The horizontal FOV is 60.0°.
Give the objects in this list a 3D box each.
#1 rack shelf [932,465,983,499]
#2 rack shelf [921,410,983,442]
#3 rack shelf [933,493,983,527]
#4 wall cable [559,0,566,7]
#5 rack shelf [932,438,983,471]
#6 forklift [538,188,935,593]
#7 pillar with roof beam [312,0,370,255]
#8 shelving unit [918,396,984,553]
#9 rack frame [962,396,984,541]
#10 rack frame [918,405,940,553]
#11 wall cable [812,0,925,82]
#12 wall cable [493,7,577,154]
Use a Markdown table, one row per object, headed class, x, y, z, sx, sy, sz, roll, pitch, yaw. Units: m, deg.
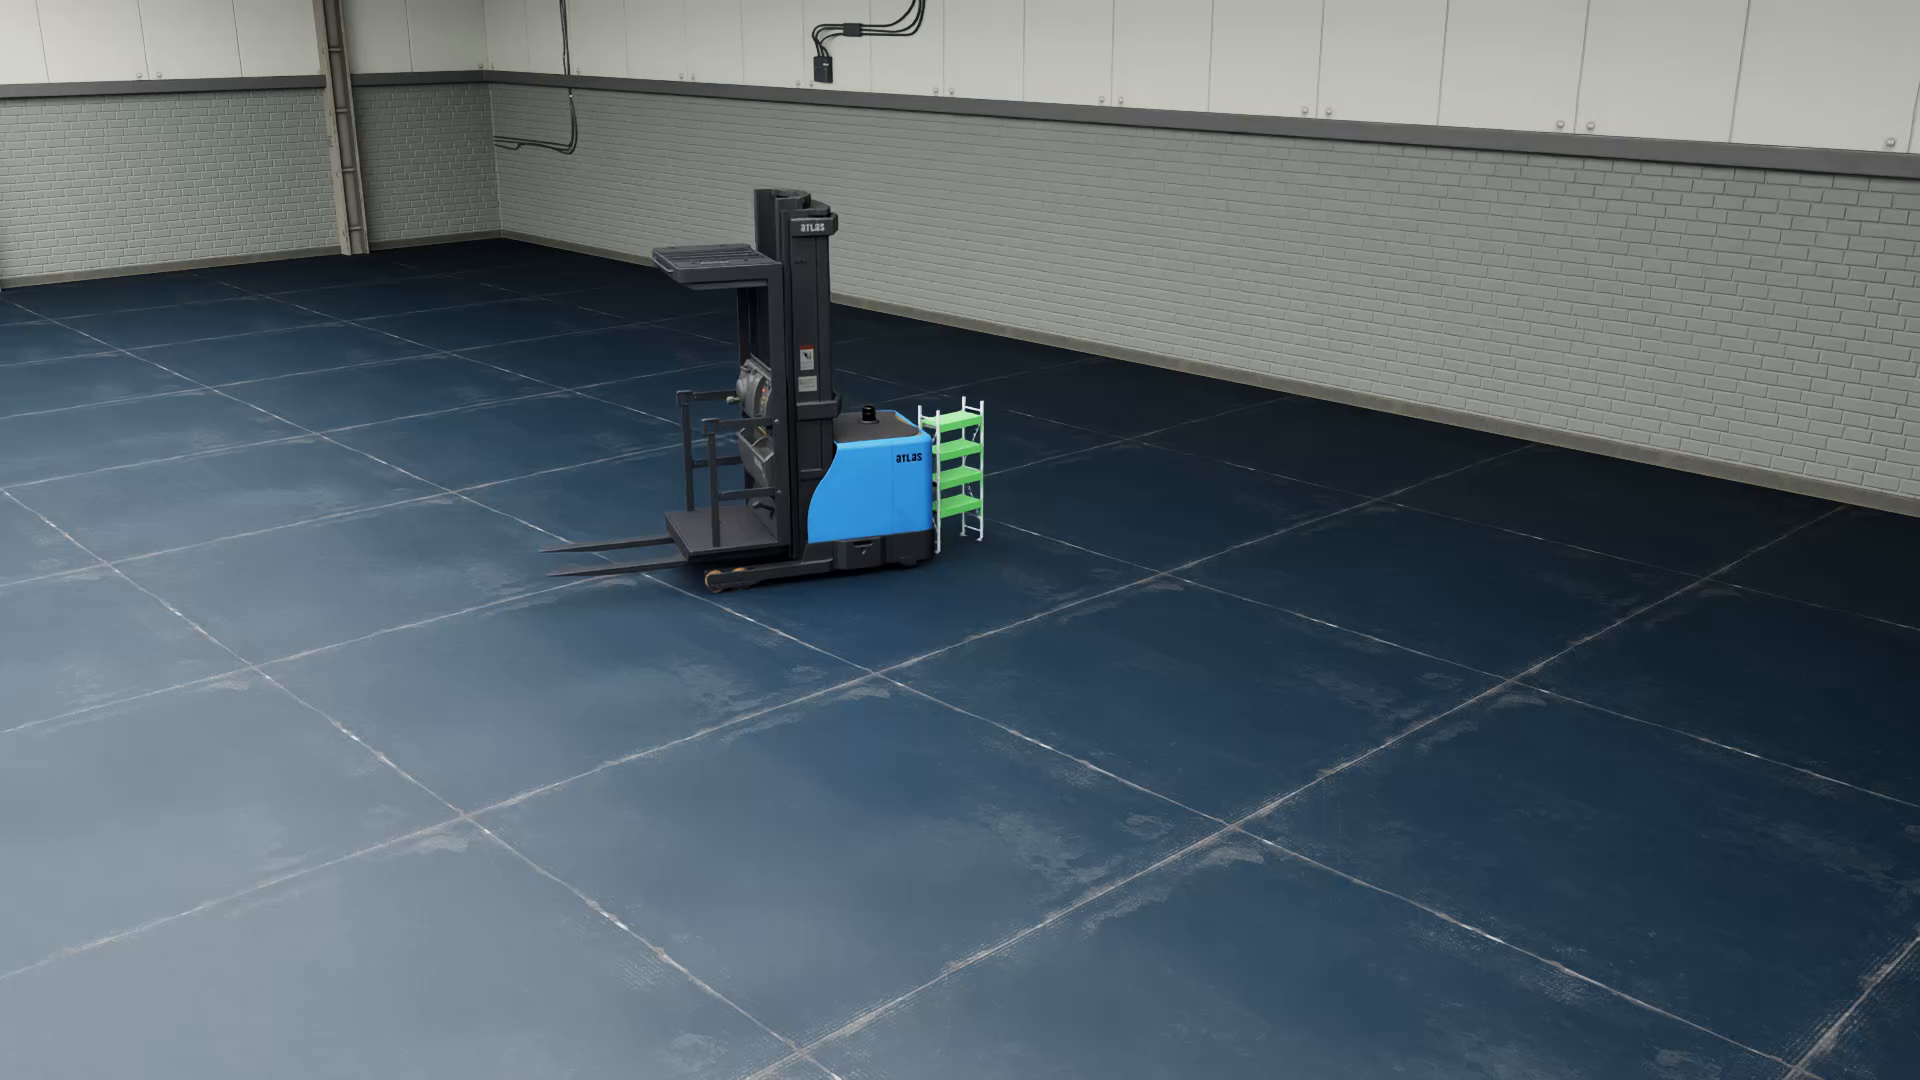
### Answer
| class | x | y | z | sx | sy | sz | roll | pitch | yaw |
| --- | --- | --- | --- | --- | --- | --- | --- | --- | --- |
| rack shelf | -0.072 | -0.480 | 13.726 | 0.480 | 0.148 | 0.258 | -16 | 24 | -41 |
| rack shelf | -0.072 | -0.936 | 13.578 | 0.480 | 0.148 | 0.258 | -16 | 24 | -41 |
| rack shelf | -0.072 | -0.252 | 13.800 | 0.480 | 0.148 | 0.258 | -16 | 24 | -41 |
| wall cable | -5.951 | -10.076 | 27.319 | 0.112 | 2.526 | 3.097 | -16 | 24 | -41 |
| rack shelf | -0.072 | -0.708 | 13.652 | 0.480 | 0.148 | 0.258 | -16 | 24 | -41 |
| forklift | -1.777 | -1.175 | 12.857 | 3.031 | 2.935 | 1.130 | -6 | 19 | -19 |
| pillar with roof beam | -7.901 | -8.465 | 25.502 | 0.400 | 9.000 | 9.100 | -16 | 24 | -41 |
| shelving unit | -0.072 | -0.541 | 13.707 | 0.503 | 1.200 | 0.258 | -16 | 24 | -41 |
| rack frame | 0.106 | -0.592 | 13.865 | 0.015 | 1.200 | 0.240 | -16 | 24 | -41 |
| rack frame | -0.250 | -0.489 | 13.548 | 0.015 | 1.200 | 0.240 | -16 | 24 | -41 |
| wall cable | -1.299 | -9.244 | 22.392 | 0.169 | 6.003 | 2.305 | -16 | 24 | -41 |
| wall cable | -7.809 | -8.280 | 29.968 | 0.112 | 2.526 | 3.097 | -16 | 24 | -41 |
